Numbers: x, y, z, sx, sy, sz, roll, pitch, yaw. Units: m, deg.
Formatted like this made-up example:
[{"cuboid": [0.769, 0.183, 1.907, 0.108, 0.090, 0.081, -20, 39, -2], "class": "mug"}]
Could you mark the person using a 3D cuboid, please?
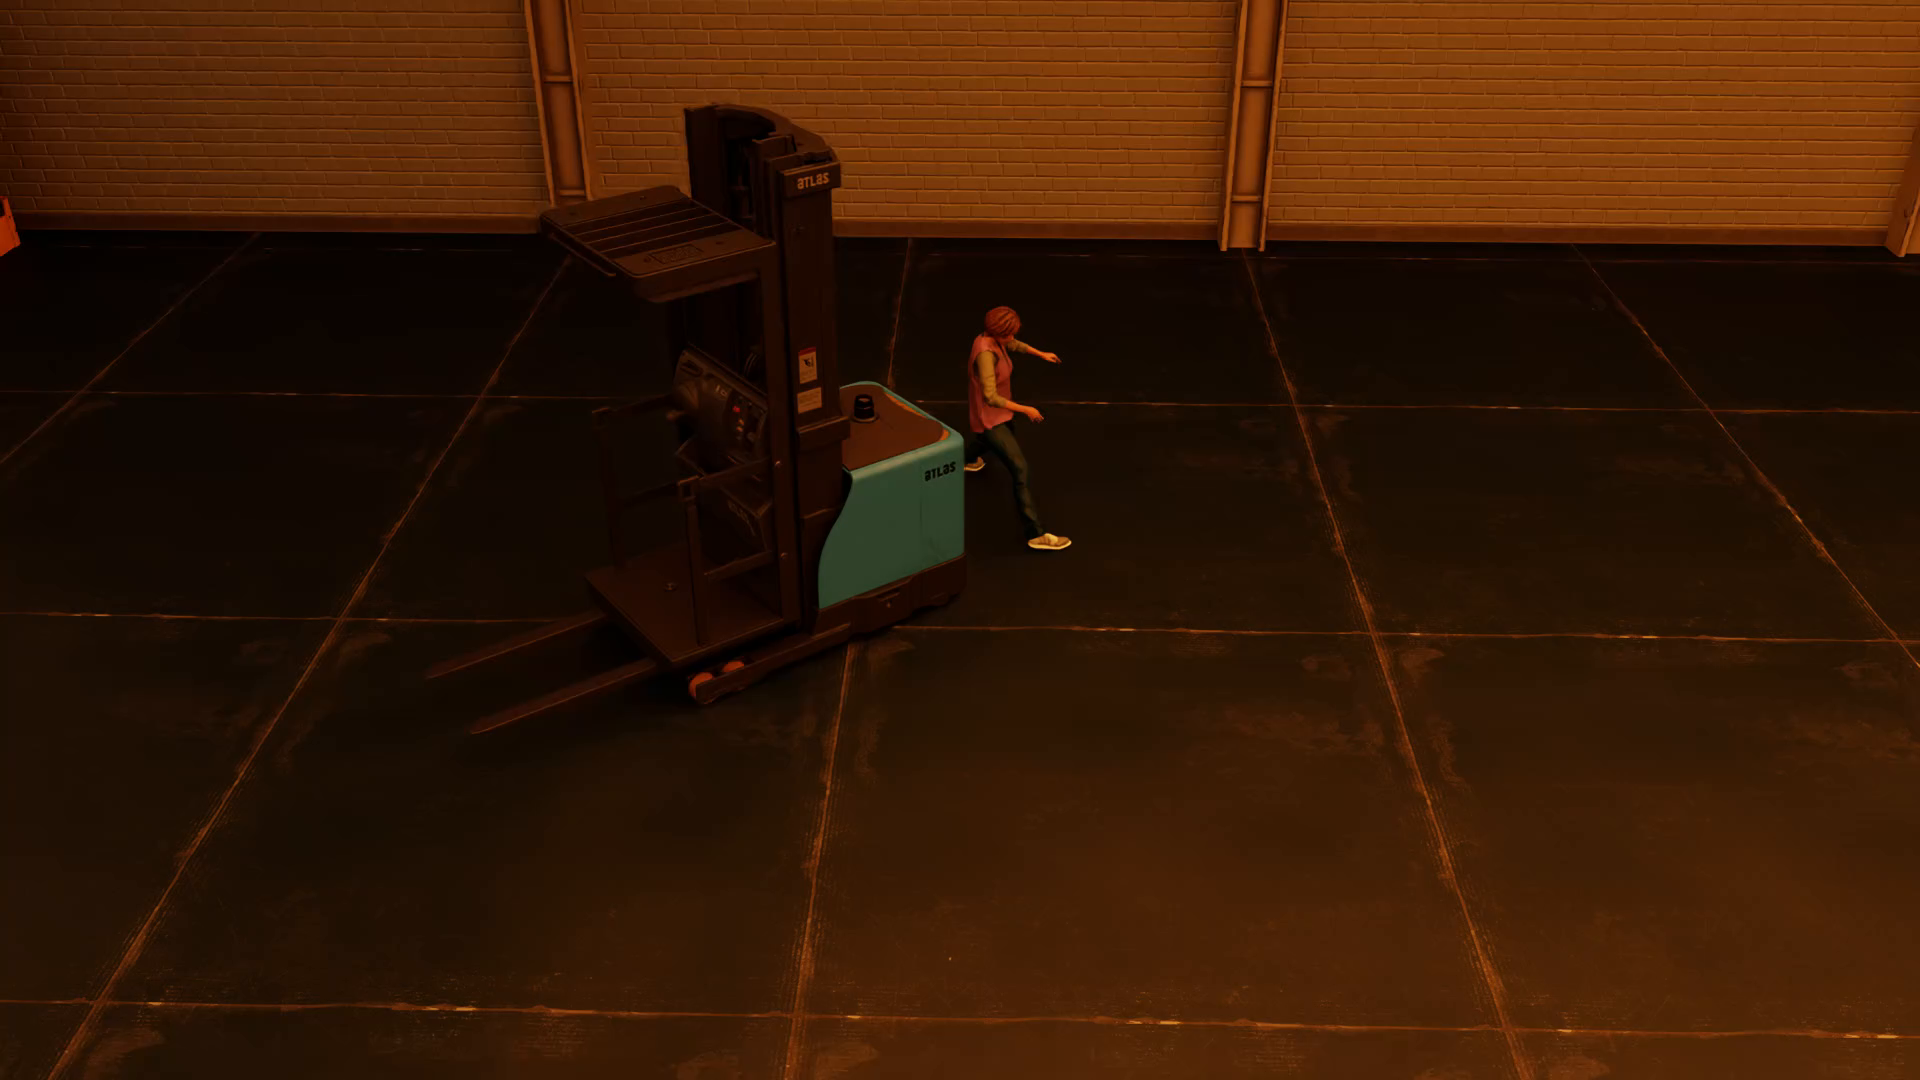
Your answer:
[{"cuboid": [0.327, -0.820, 10.511, 0.862, 1.390, 1.084, 4, 31, 6], "class": "person"}]

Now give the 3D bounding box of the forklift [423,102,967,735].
[{"cuboid": [-1.448, -0.681, 8.769, 3.031, 2.935, 1.130, -21, 36, -31], "class": "forklift"}]
